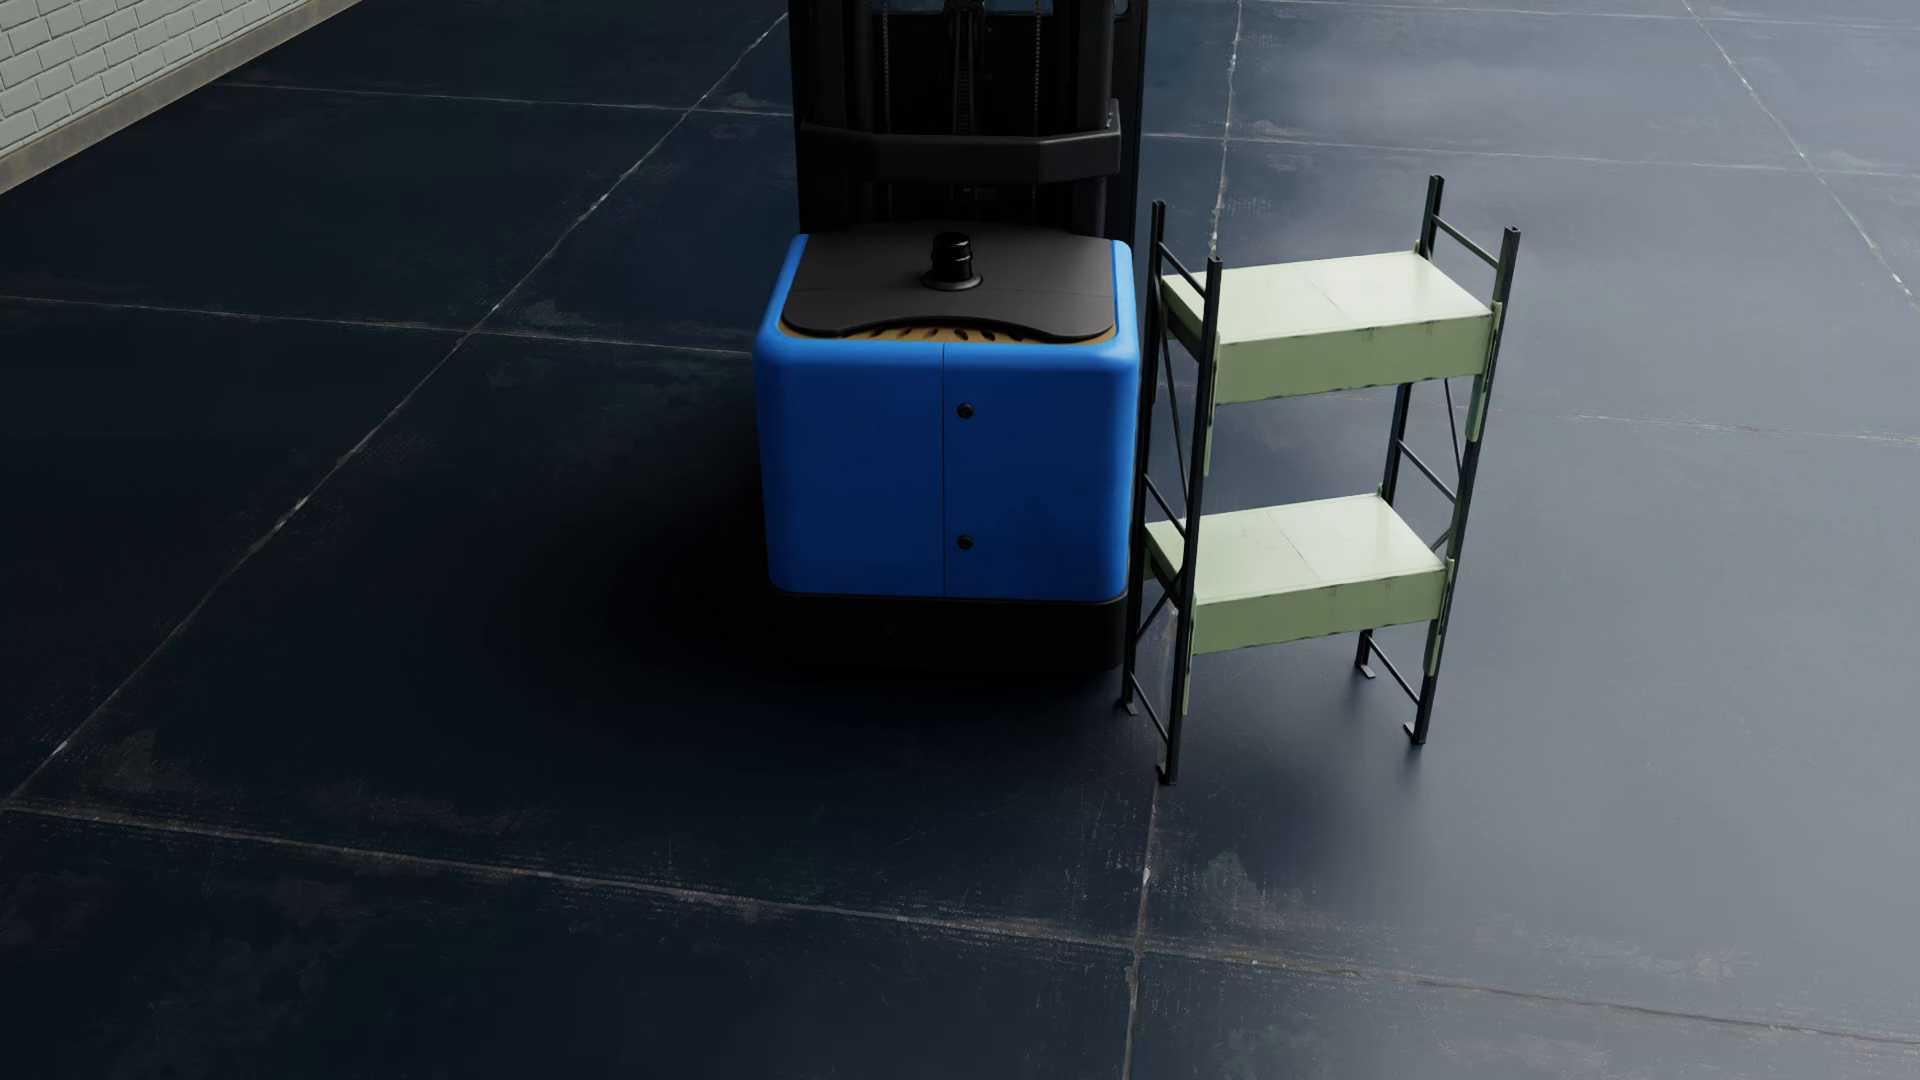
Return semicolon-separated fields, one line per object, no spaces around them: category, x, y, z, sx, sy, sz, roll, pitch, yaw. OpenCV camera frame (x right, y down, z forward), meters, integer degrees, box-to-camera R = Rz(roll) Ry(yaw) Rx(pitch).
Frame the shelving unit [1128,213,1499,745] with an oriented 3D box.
shelving unit;0.878;-0.126;4.306;0.742;1.308;0.380;-8;33;-12

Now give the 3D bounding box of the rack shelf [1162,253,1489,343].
rack shelf;0.877;-0.572;4.030;0.686;0.052;0.368;-8;33;-12

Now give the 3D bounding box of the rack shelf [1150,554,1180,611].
rack shelf;0.878;0.089;4.441;0.664;0.071;0.332;-8;33;-12

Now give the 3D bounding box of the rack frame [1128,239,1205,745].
rack frame;0.523;-0.079;4.230;0.010;1.308;0.380;-8;33;-12

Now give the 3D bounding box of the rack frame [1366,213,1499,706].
rack frame;1.233;-0.173;4.381;0.010;1.308;0.380;-8;33;-12

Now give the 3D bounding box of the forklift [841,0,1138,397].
forklift;0.048;-1.612;5.332;1.109;2.935;3.031;2;32;3
